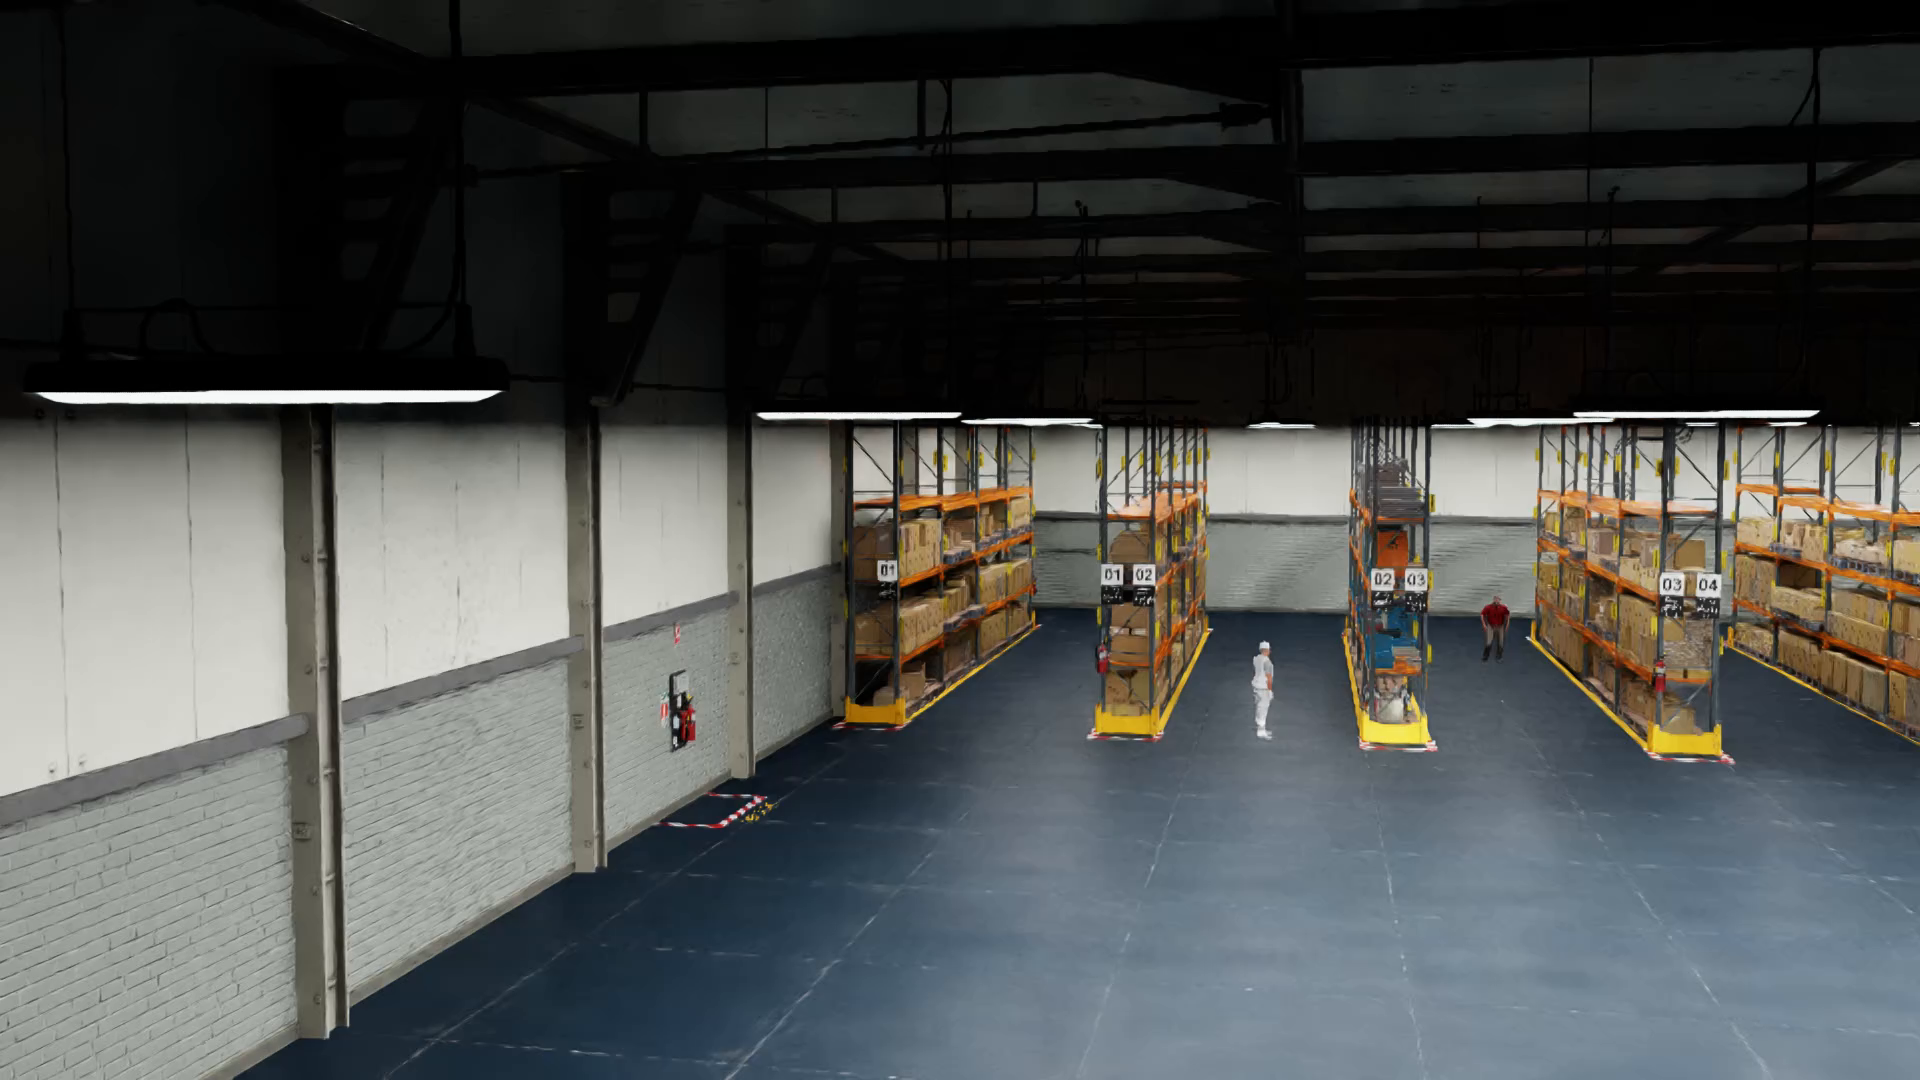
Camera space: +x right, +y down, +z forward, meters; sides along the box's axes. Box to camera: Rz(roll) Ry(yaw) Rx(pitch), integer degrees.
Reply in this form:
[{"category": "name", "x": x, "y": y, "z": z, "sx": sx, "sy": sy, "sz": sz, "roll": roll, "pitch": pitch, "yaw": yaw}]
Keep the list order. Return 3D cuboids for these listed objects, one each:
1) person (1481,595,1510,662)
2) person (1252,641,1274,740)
[{"category": "person", "x": 13.172, "y": 2.166, "z": 40.929, "sx": 0.682, "sy": 1.676, "sz": 0.535, "roll": 1, "pitch": 4, "yaw": 11}, {"category": "person", "x": 5.651, "y": 2.756, "z": 30.772, "sx": 0.466, "sy": 1.790, "sz": 0.629, "roll": -1, "pitch": 4, "yaw": -18}]
